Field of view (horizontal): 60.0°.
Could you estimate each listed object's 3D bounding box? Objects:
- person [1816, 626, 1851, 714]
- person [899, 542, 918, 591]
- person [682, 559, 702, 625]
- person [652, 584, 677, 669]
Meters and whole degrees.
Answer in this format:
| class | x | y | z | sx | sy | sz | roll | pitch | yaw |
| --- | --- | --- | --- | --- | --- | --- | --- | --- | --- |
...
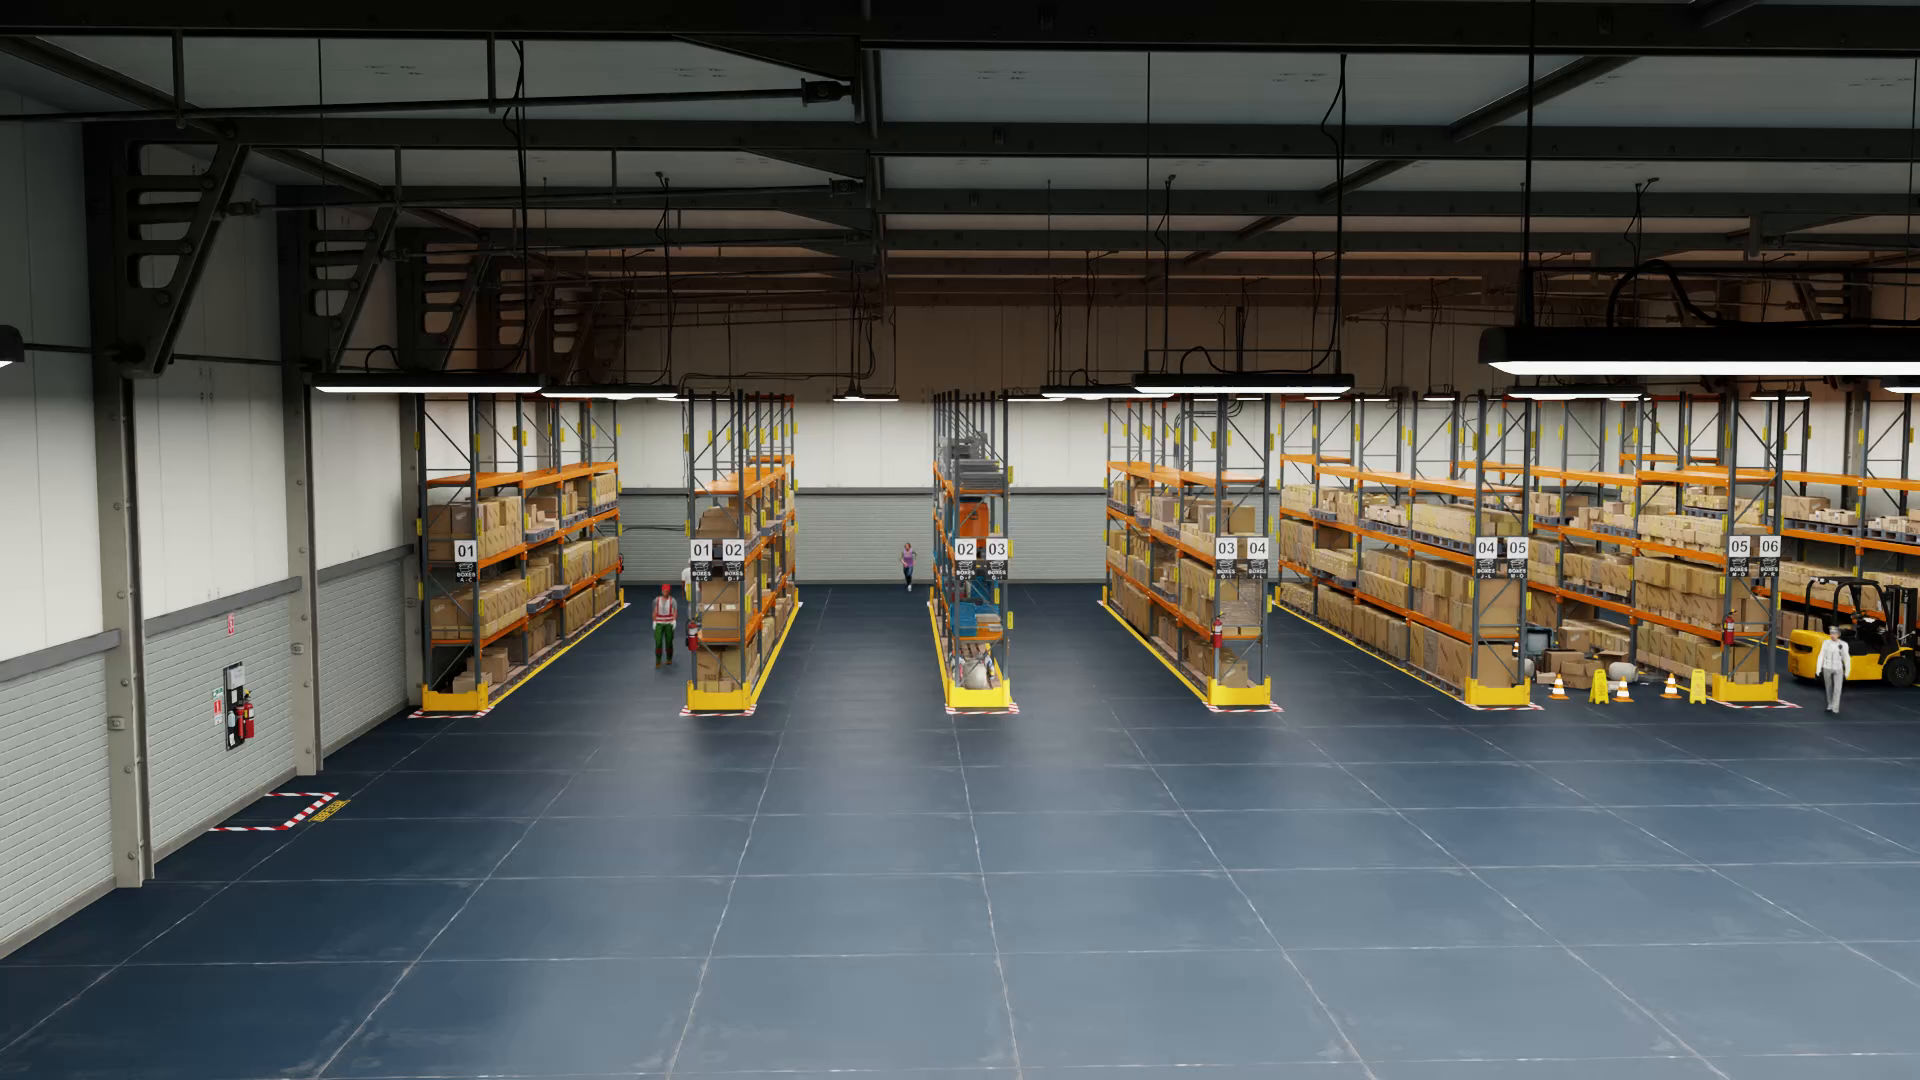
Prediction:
| class | x | y | z | sx | sy | sz | roll | pitch | yaw |
| --- | --- | --- | --- | --- | --- | --- | --- | --- | --- |
| person | 16.119 | 2.392 | 30.701 | 0.535 | 1.614 | 1.046 | 4 | 6 | 38 |
| person | -1.561 | 0.813 | 50.741 | 0.546 | 1.513 | 0.792 | 1 | 5 | 9 |
| person | -6.938 | 1.338 | 43.071 | 0.610 | 1.765 | 0.512 | 2 | 5 | 24 |
| person | -6.463 | 1.882 | 36.364 | 0.550 | 1.804 | 0.667 | -1 | 5 | -7 |
